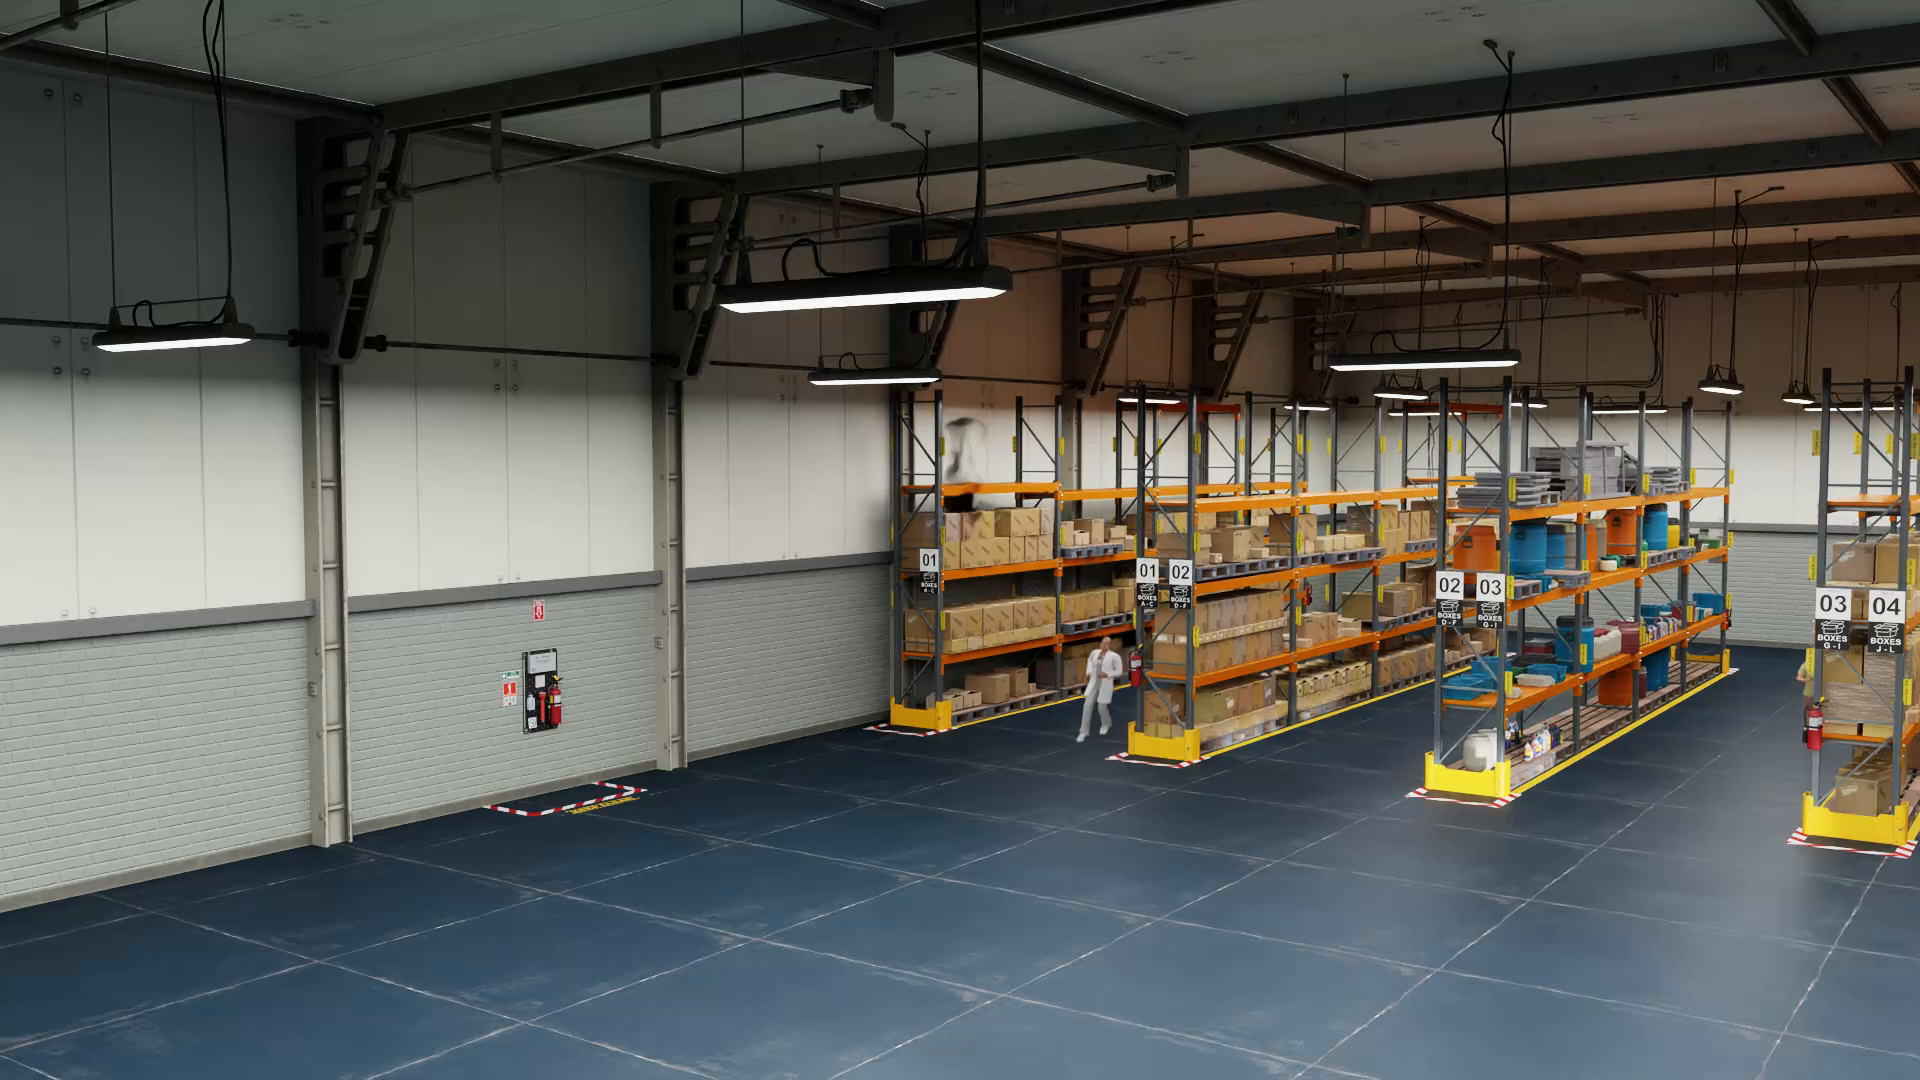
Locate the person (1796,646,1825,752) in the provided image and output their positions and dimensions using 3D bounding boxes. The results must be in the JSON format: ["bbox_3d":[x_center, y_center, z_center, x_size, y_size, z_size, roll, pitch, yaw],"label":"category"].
[{"bbox_3d":[14.132,2.597,27.478,0.571,1.688,0.904,2,4,25],"label":"person"}]

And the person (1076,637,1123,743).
[{"bbox_3d":[2.450,2.530,28.390,0.732,1.784,0.998,2,4,29],"label":"person"}]

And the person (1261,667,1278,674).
[{"bbox_3d":[6.351,2.304,34.232,0.537,1.580,0.880,2,4,37],"label":"person"}]
